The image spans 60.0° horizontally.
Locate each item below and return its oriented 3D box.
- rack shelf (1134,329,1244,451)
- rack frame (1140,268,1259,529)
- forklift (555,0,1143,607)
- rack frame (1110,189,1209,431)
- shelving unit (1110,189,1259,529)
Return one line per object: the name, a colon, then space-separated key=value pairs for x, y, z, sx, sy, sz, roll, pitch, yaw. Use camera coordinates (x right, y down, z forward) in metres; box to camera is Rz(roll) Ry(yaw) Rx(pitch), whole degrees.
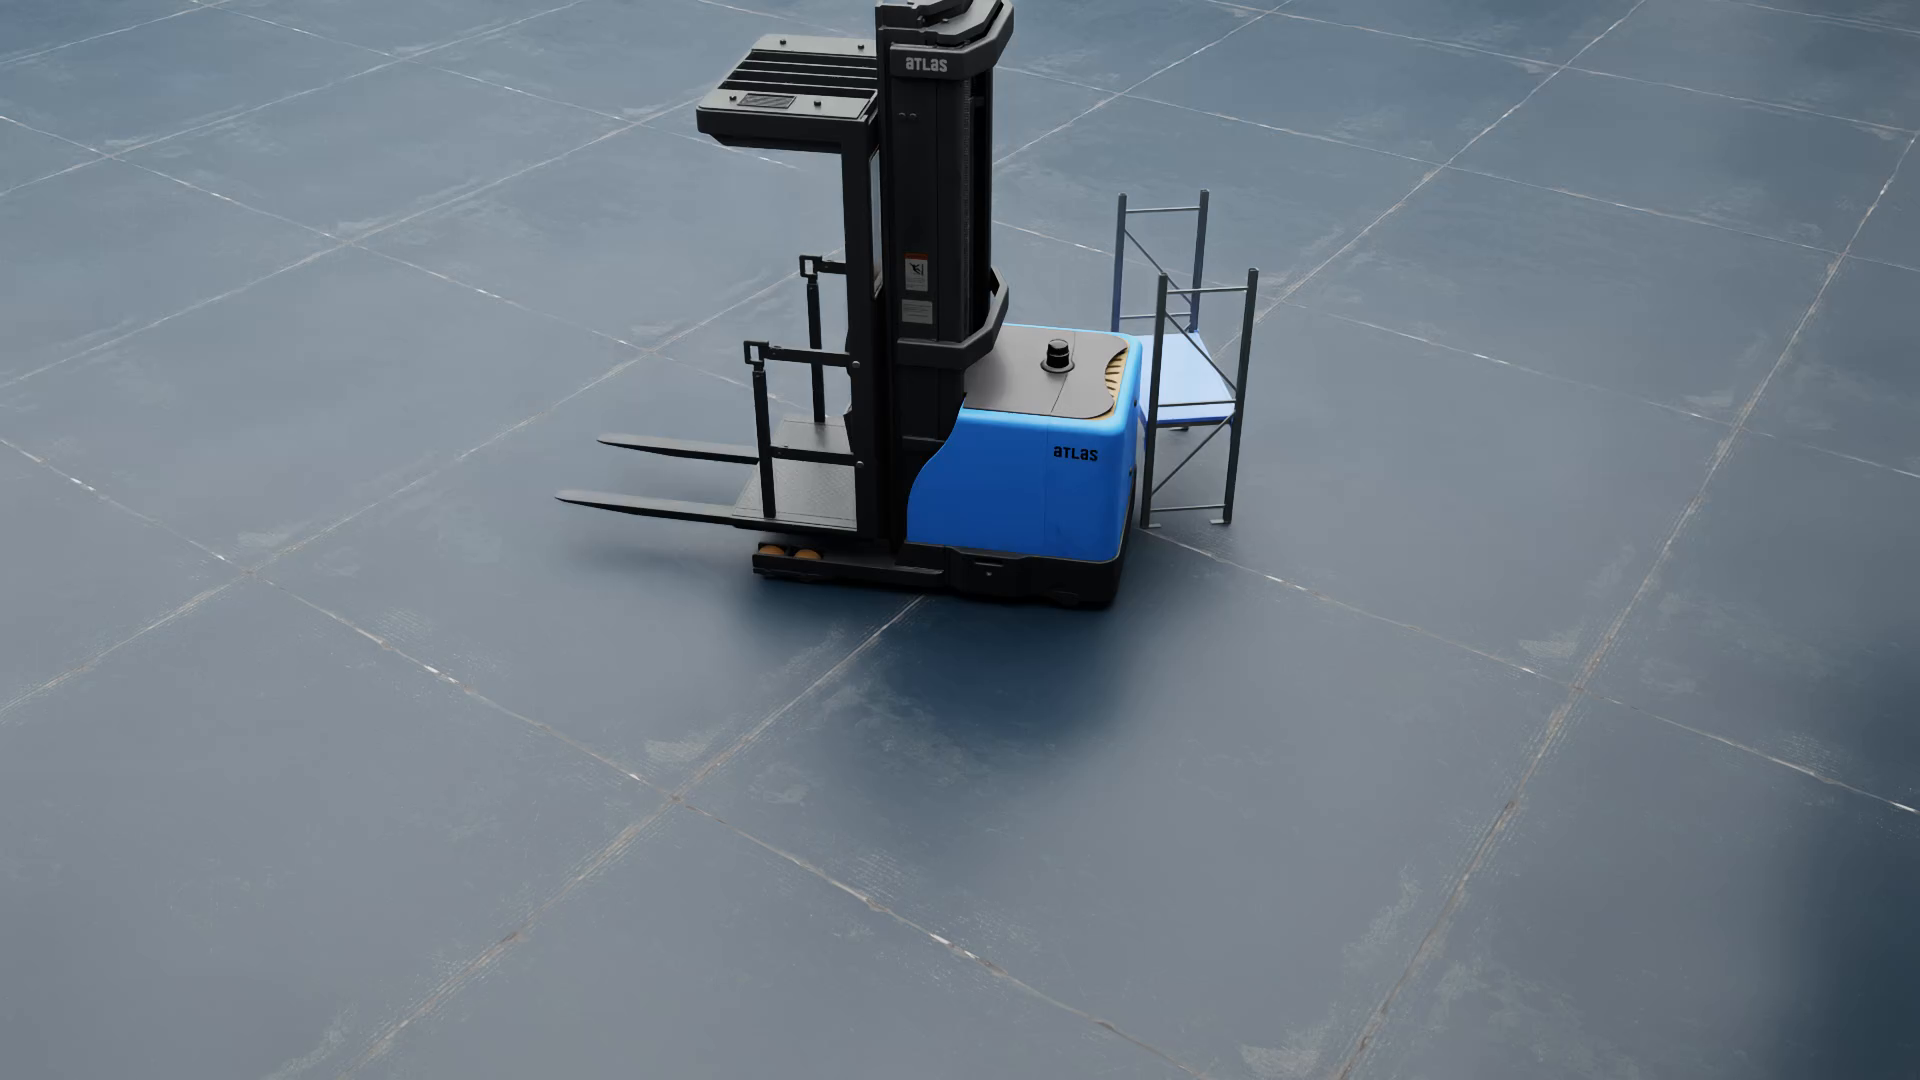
rack shelf: x=1.168 y=-0.839 z=9.149 sx=0.538 sy=0.185 sz=1.000 roll=-4 pitch=34 yaw=-6
rack frame: x=1.228 y=-0.705 z=8.630 sx=0.500 sy=1.500 sz=0.032 roll=-4 pitch=34 yaw=-6
forklift: x=-0.614 y=-1.280 z=8.203 sx=3.031 sy=2.935 sz=1.130 roll=6 pitch=35 yaw=9
rack frame: x=1.109 y=-1.271 z=9.466 sx=0.500 sy=1.500 sz=0.032 roll=-4 pitch=34 yaw=-6
shelving unit: x=1.168 y=-0.988 z=9.048 sx=0.538 sy=1.500 sz=1.048 roll=-4 pitch=34 yaw=-6
